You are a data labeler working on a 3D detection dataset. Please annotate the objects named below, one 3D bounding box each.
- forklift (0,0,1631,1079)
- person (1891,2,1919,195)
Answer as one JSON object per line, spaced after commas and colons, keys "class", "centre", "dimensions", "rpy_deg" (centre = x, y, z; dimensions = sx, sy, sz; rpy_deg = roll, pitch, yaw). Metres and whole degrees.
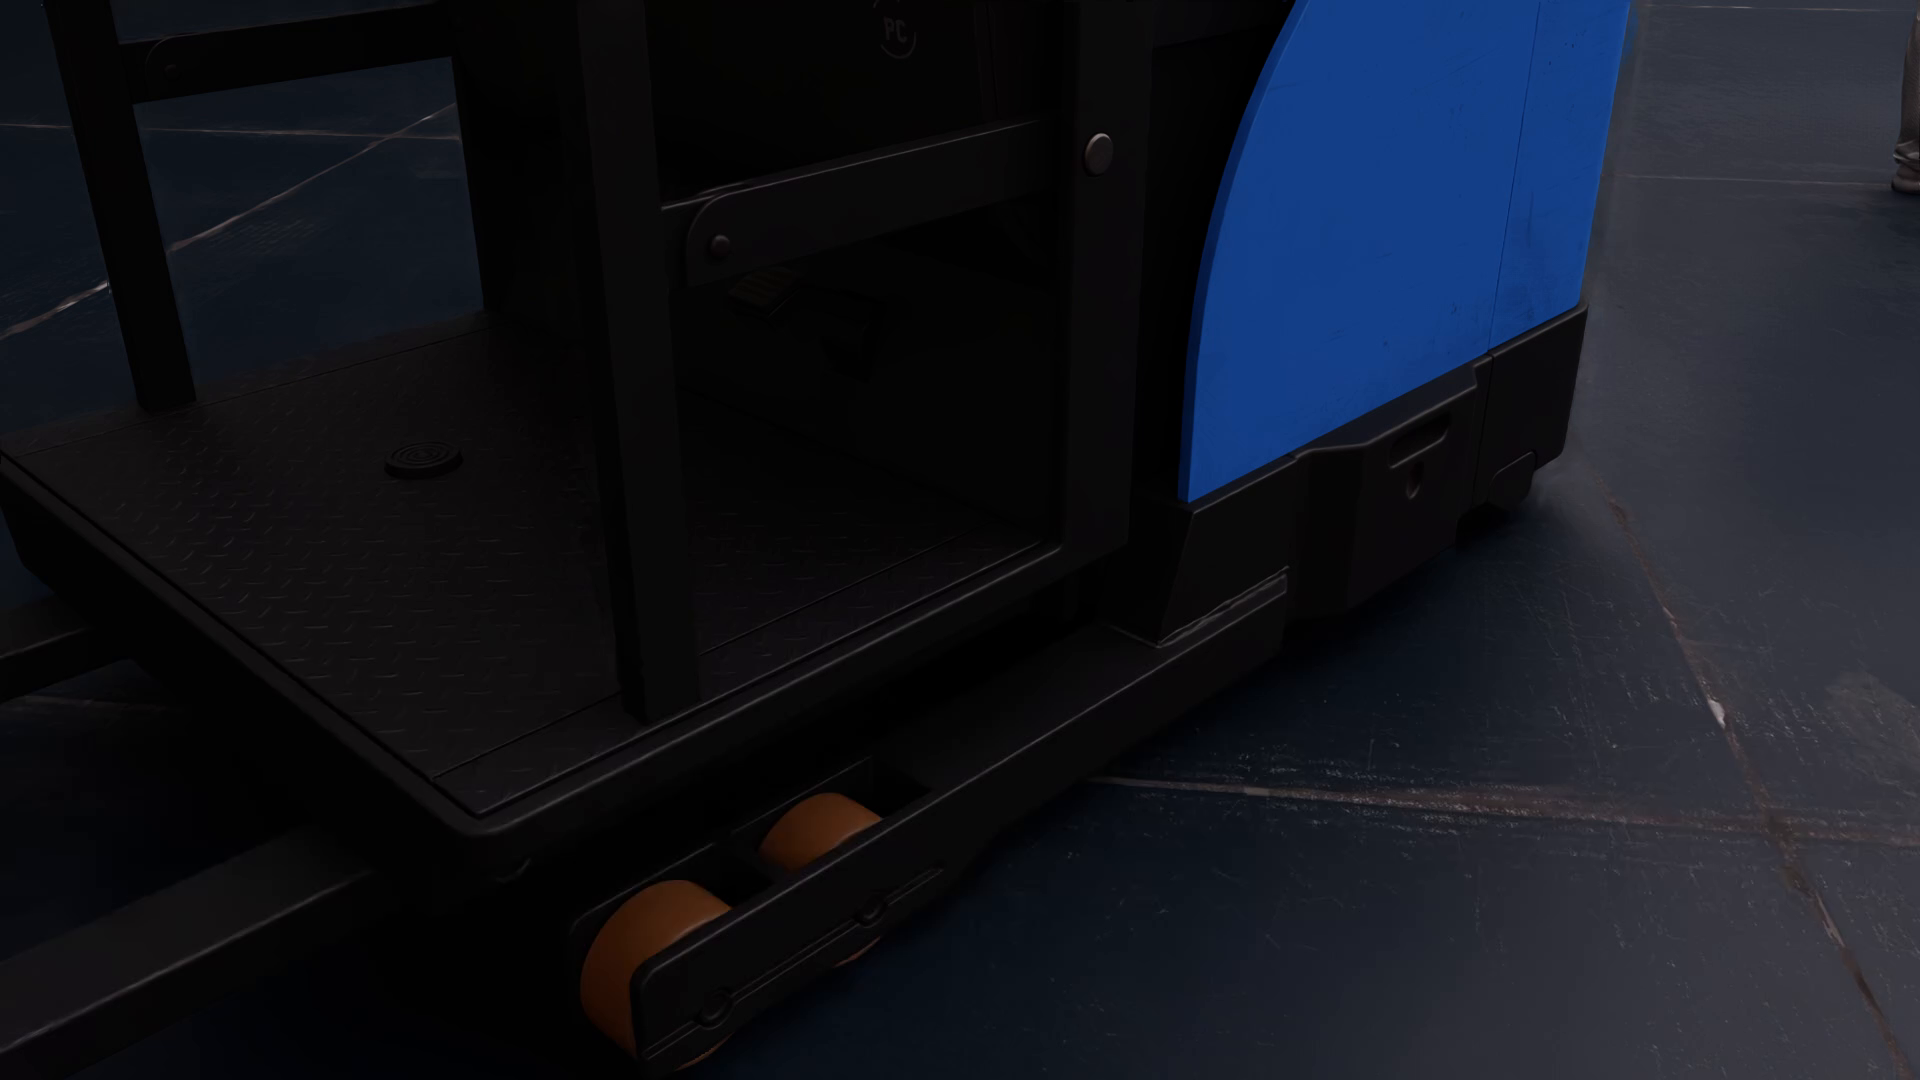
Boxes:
{"class": "forklift", "centre": [-0.425, -1.086, 1.394], "dimensions": [1.130, 2.935, 3.031], "rpy_deg": [23, 35, 38]}
{"class": "person", "centre": [2.518, -1.700, 3.978], "dimensions": [0.838, 1.748, 0.494], "rpy_deg": [19, 32, 34]}
